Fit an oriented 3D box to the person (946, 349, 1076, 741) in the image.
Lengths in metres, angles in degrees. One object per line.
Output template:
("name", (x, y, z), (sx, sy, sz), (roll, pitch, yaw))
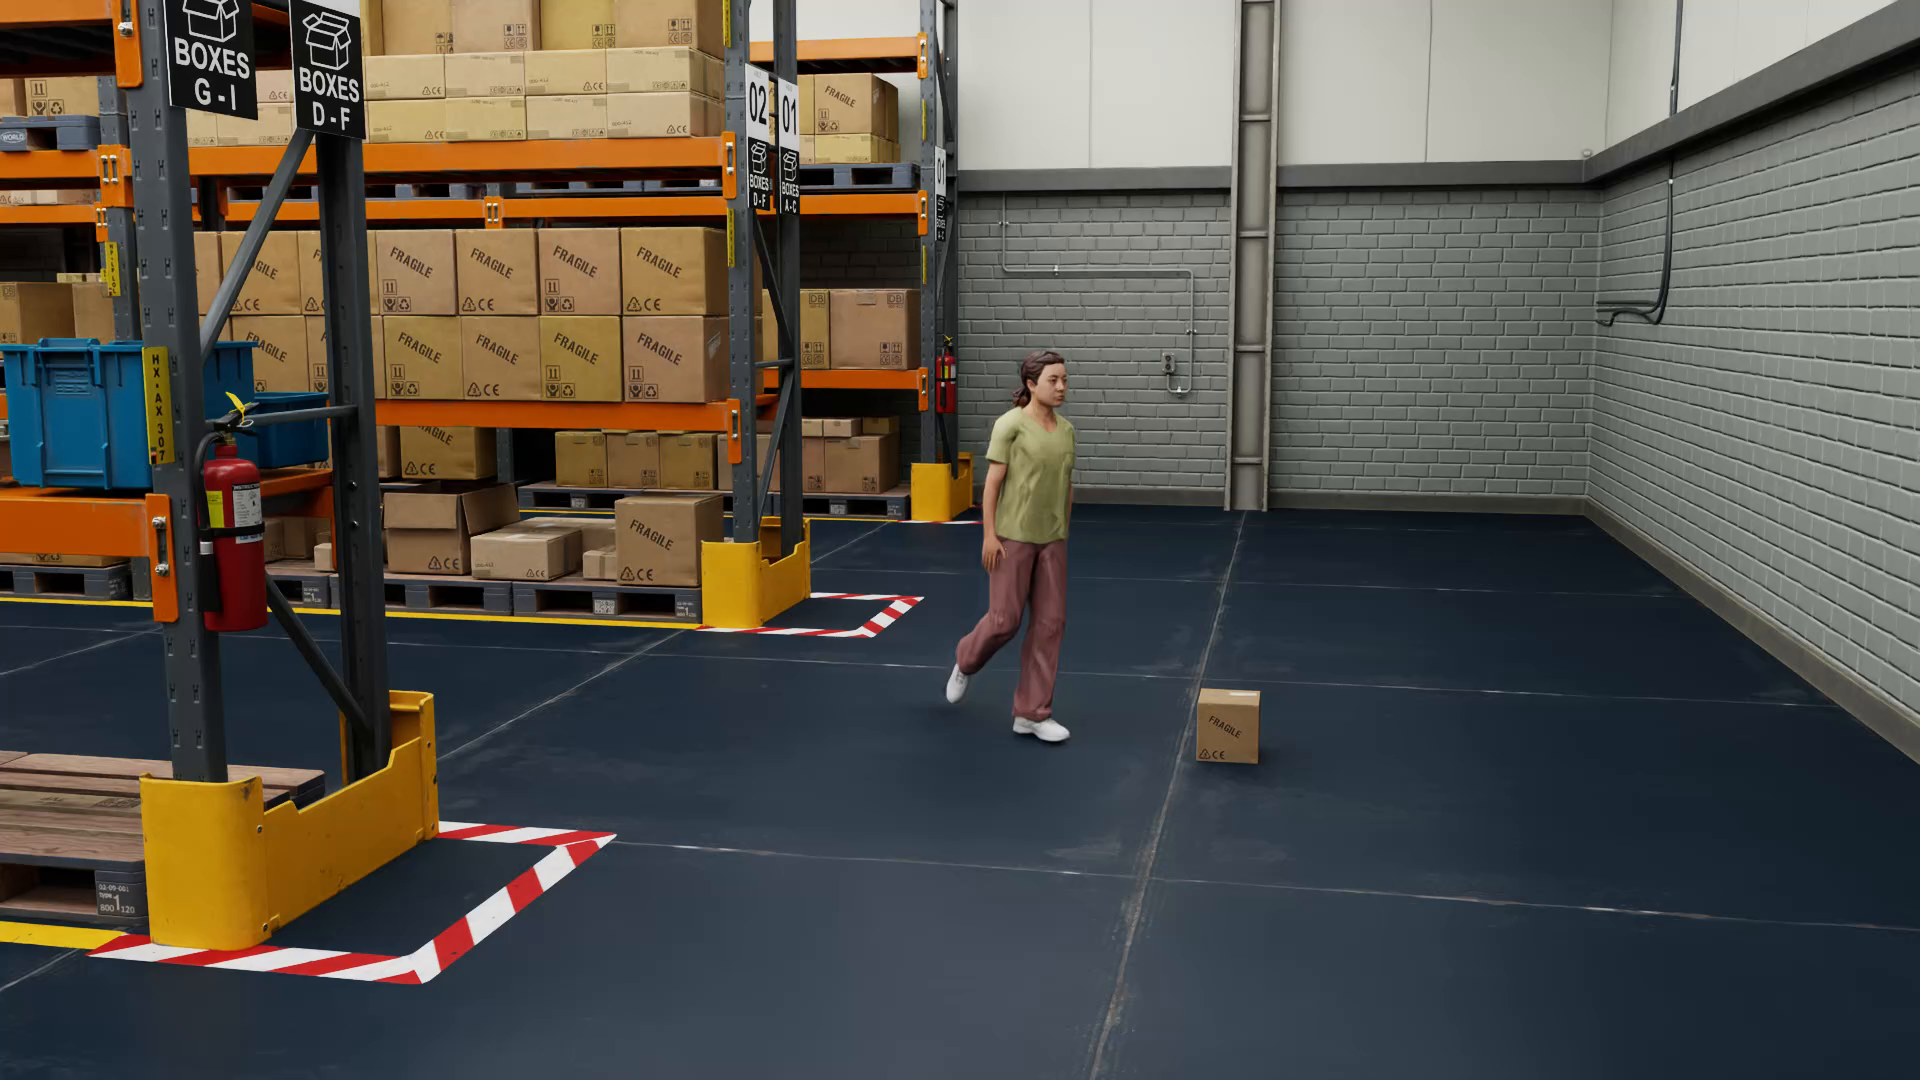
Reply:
("person", (0.271, 0.002, 7.261), (0.513, 1.660, 0.713), (-5, 10, -33))
